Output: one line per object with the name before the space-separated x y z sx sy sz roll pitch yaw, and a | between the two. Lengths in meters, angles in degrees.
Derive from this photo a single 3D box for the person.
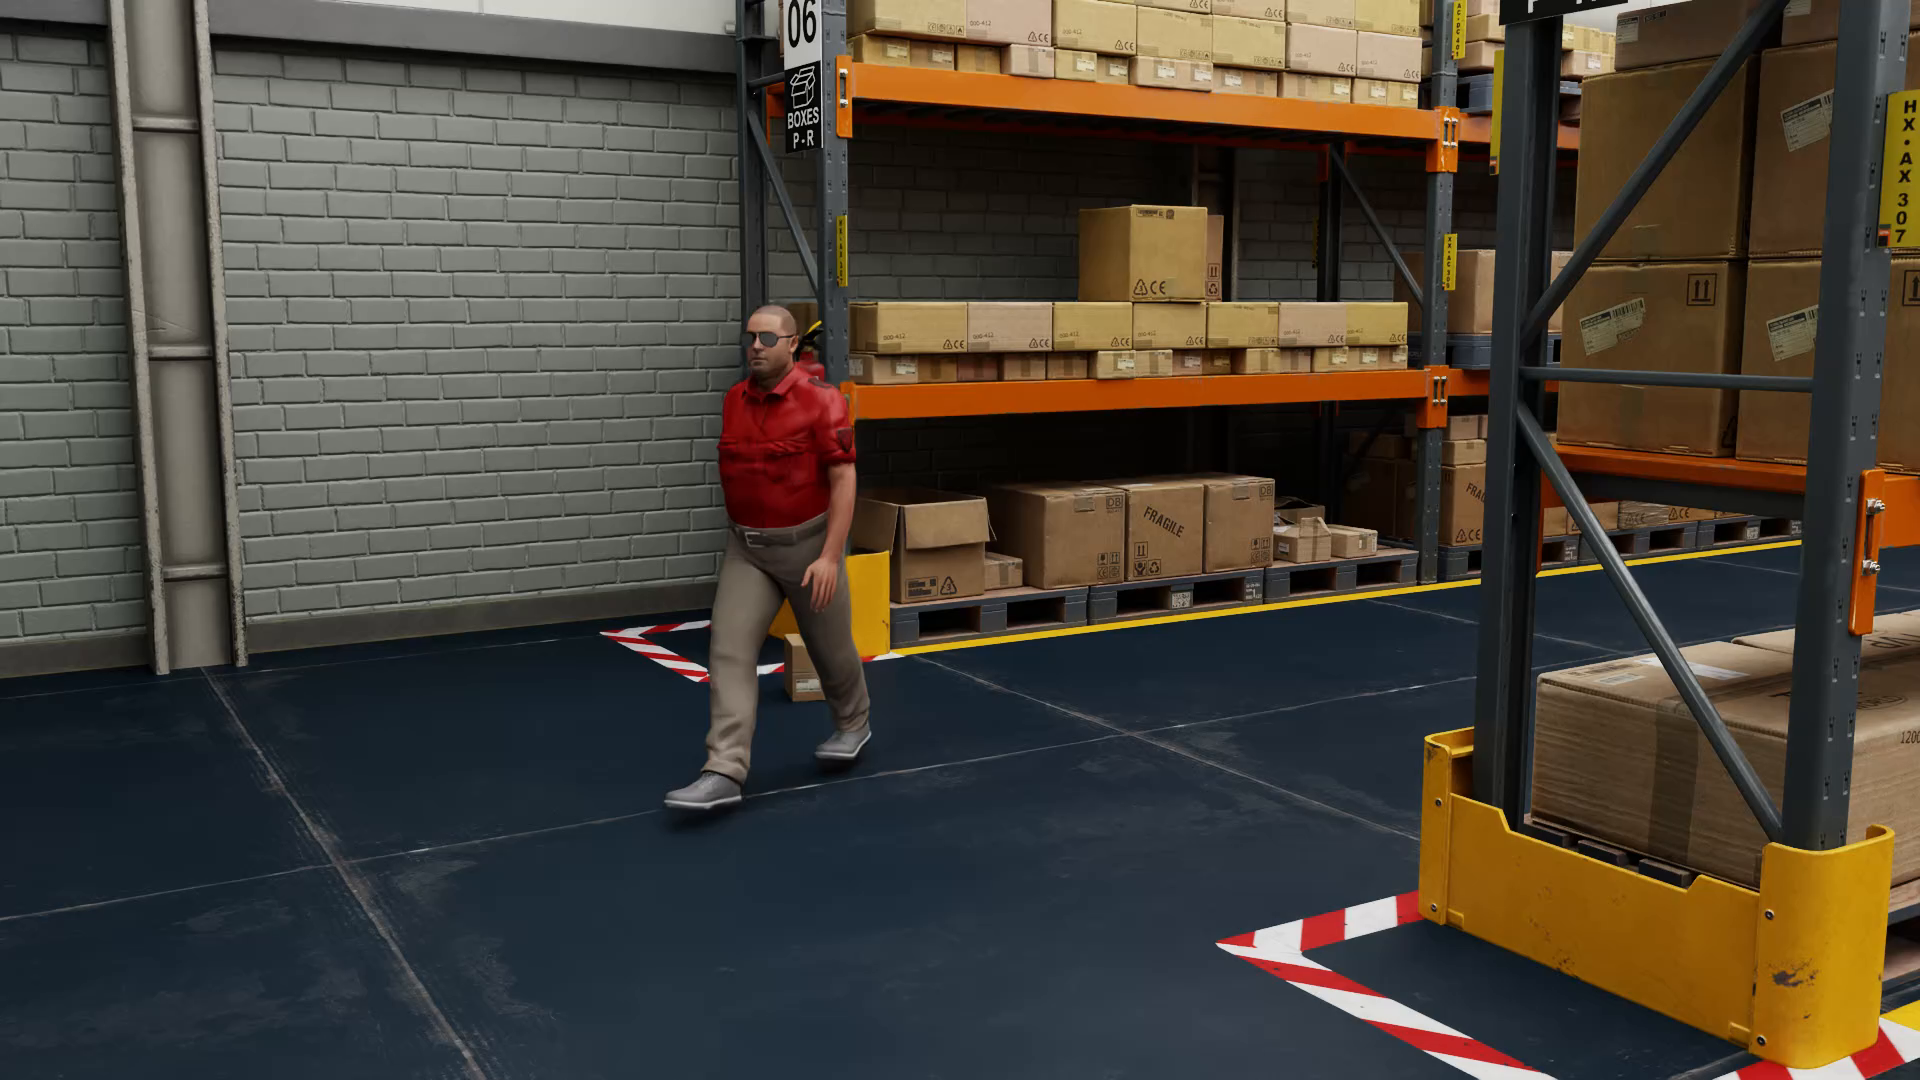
person | -0.603 0.037 5.663 0.569 1.661 1.063 3 9 22
